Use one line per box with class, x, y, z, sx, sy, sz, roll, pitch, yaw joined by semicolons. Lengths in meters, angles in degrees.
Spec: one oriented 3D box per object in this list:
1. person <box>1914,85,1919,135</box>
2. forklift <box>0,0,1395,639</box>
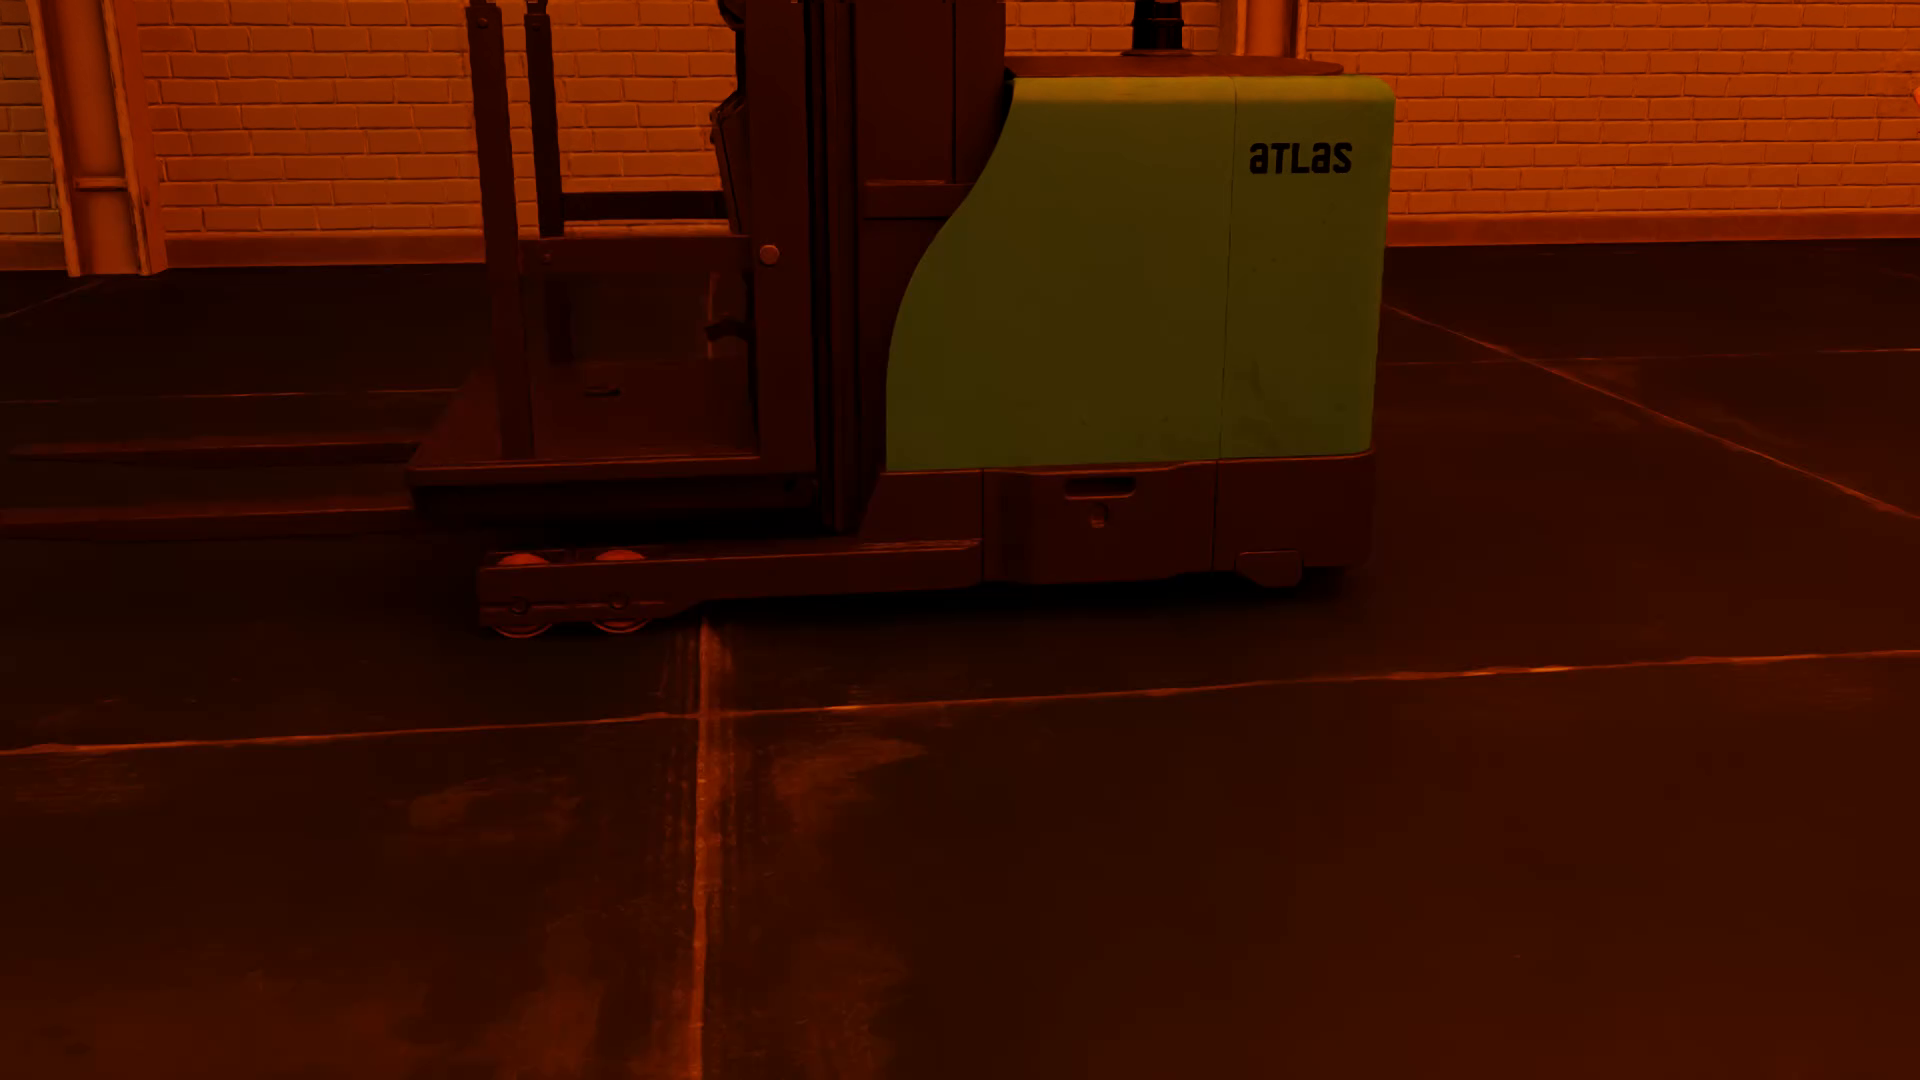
person;2.119;-0.401;2.686;0.630;1.685;1.205;-11;20;-31
forklift;-0.670;-1.370;3.431;3.031;2.935;1.130;-2;17;-8
